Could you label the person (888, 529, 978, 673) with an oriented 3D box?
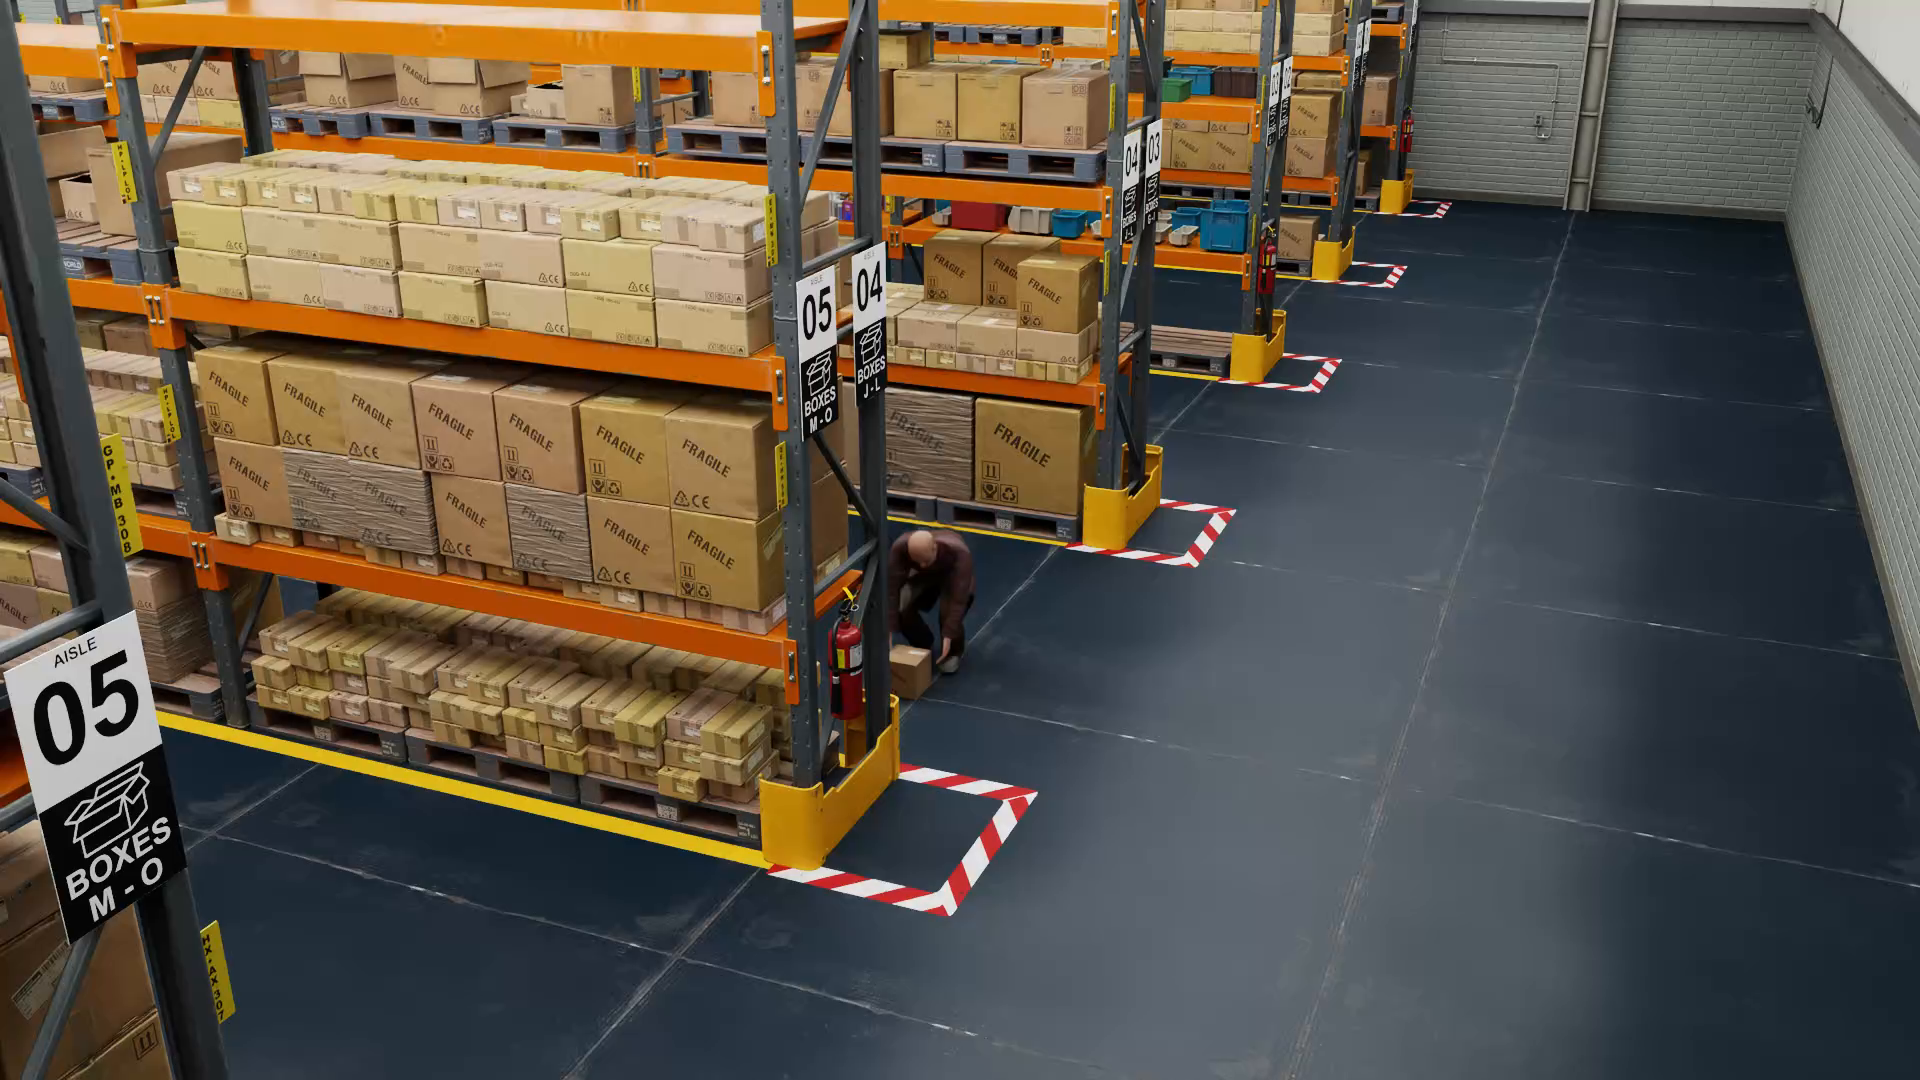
[{"bbox_3d":[-0.166,0.349,11.033,0.613,1.081,0.861,9,24,20],"label":"person"}]
